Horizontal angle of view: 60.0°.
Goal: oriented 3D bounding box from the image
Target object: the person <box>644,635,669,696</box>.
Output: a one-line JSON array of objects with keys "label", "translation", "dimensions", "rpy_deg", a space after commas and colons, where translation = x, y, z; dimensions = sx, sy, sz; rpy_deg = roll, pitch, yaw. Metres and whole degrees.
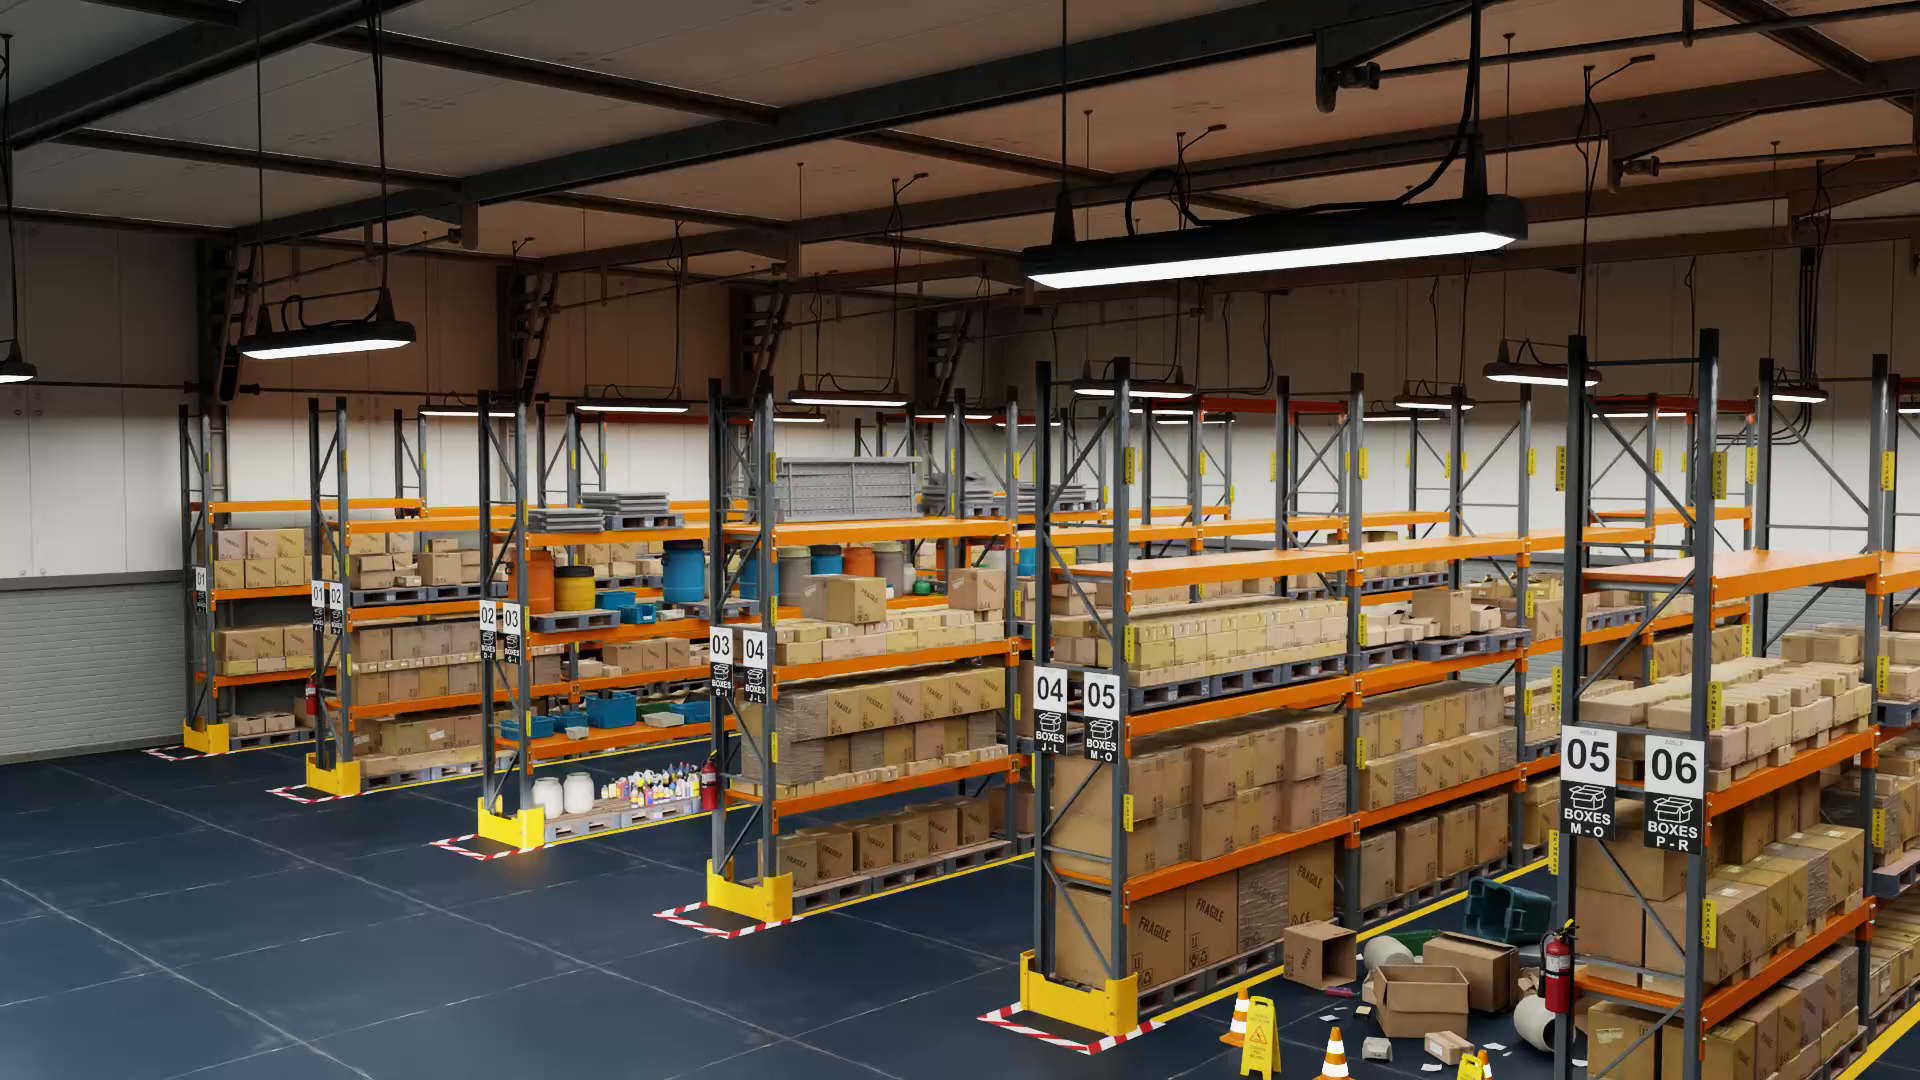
[{"label": "person", "translation": [-5.802, 2.675, 31.807], "dimensions": [0.540, 1.722, 0.384], "rpy_deg": [-3, 4, -40]}]

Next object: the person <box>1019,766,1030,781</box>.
[{"label": "person", "translation": [0.835, 2.986, 24.320], "dimensions": [0.414, 1.793, 0.576], "rpy_deg": [2, 3, 28]}]
